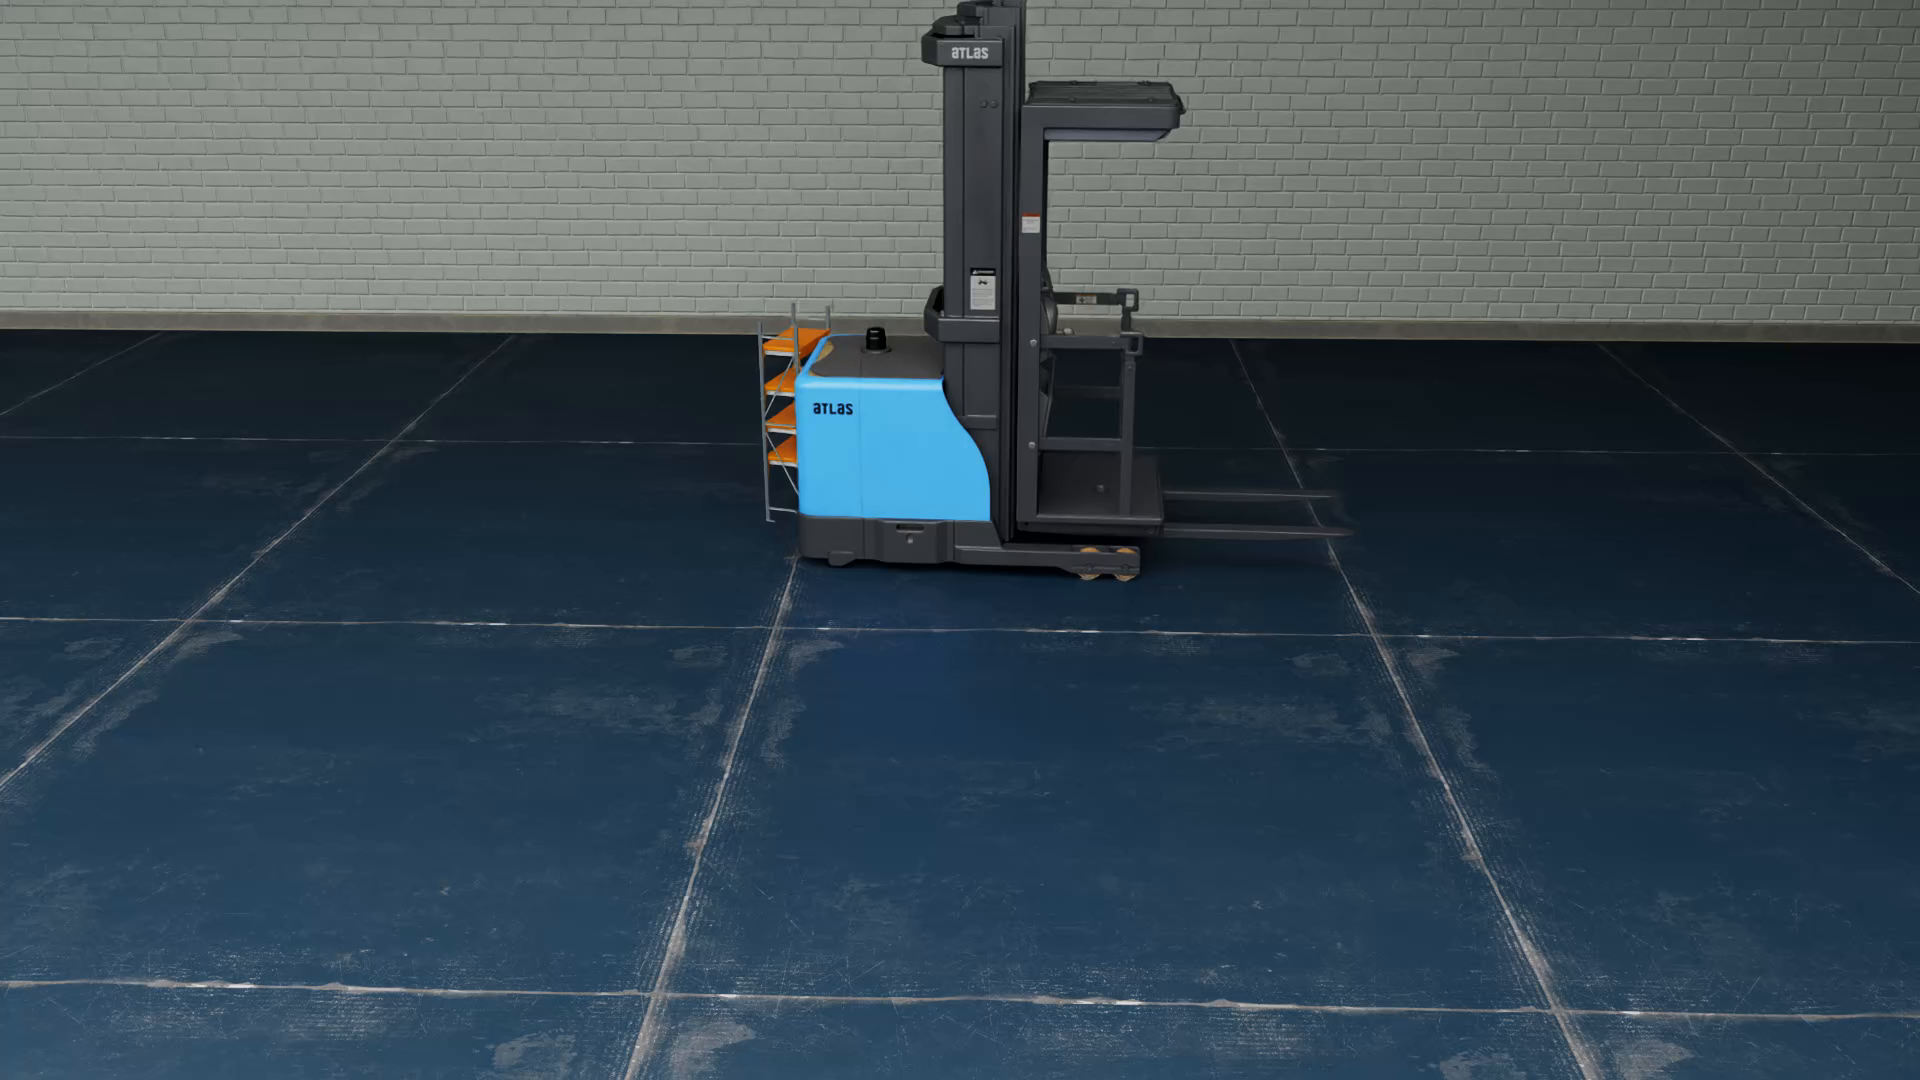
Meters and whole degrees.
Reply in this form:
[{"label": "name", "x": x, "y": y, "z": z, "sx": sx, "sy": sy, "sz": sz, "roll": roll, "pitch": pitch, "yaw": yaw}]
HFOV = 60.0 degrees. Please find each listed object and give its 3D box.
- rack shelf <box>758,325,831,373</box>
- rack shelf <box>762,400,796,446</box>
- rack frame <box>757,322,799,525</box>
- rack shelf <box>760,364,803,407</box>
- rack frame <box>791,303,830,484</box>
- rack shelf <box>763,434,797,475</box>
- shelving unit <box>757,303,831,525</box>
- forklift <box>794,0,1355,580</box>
[{"label": "rack shelf", "x": -0.954, "y": -1.110, "z": 9.644, "sx": 0.258, "sy": 0.148, "sz": 0.480, "roll": 6, "pitch": 22, "yaw": 16}, {"label": "rack shelf", "x": -0.954, "y": -0.681, "z": 9.810, "sx": 0.258, "sy": 0.148, "sz": 0.480, "roll": 6, "pitch": 22, "yaw": 16}, {"label": "rack frame", "x": -1.026, "y": -0.659, "z": 9.569, "sx": 0.240, "sy": 1.200, "sz": 0.015, "roll": 6, "pitch": 22, "yaw": 16}, {"label": "rack shelf", "x": -0.954, "y": -0.889, "z": 9.729, "sx": 0.258, "sy": 0.148, "sz": 0.480, "roll": 6, "pitch": 22, "yaw": 16}, {"label": "rack frame", "x": -0.882, "y": -0.828, "z": 10.003, "sx": 0.240, "sy": 1.200, "sz": 0.015, "roll": 6, "pitch": 22, "yaw": 16}, {"label": "rack shelf", "x": -0.954, "y": -0.496, "z": 9.882, "sx": 0.258, "sy": 0.148, "sz": 0.480, "roll": 6, "pitch": 22, "yaw": 16}, {"label": "shelving unit", "x": -0.954, "y": -0.743, "z": 9.786, "sx": 0.258, "sy": 1.200, "sz": 0.503, "roll": 6, "pitch": 22, "yaw": 16}, {"label": "forklift", "x": 0.650, "y": -1.351, "z": 8.958, "sx": 3.031, "sy": 2.935, "sz": 1.130, "roll": 2, "pitch": 21, "yaw": 4}]
